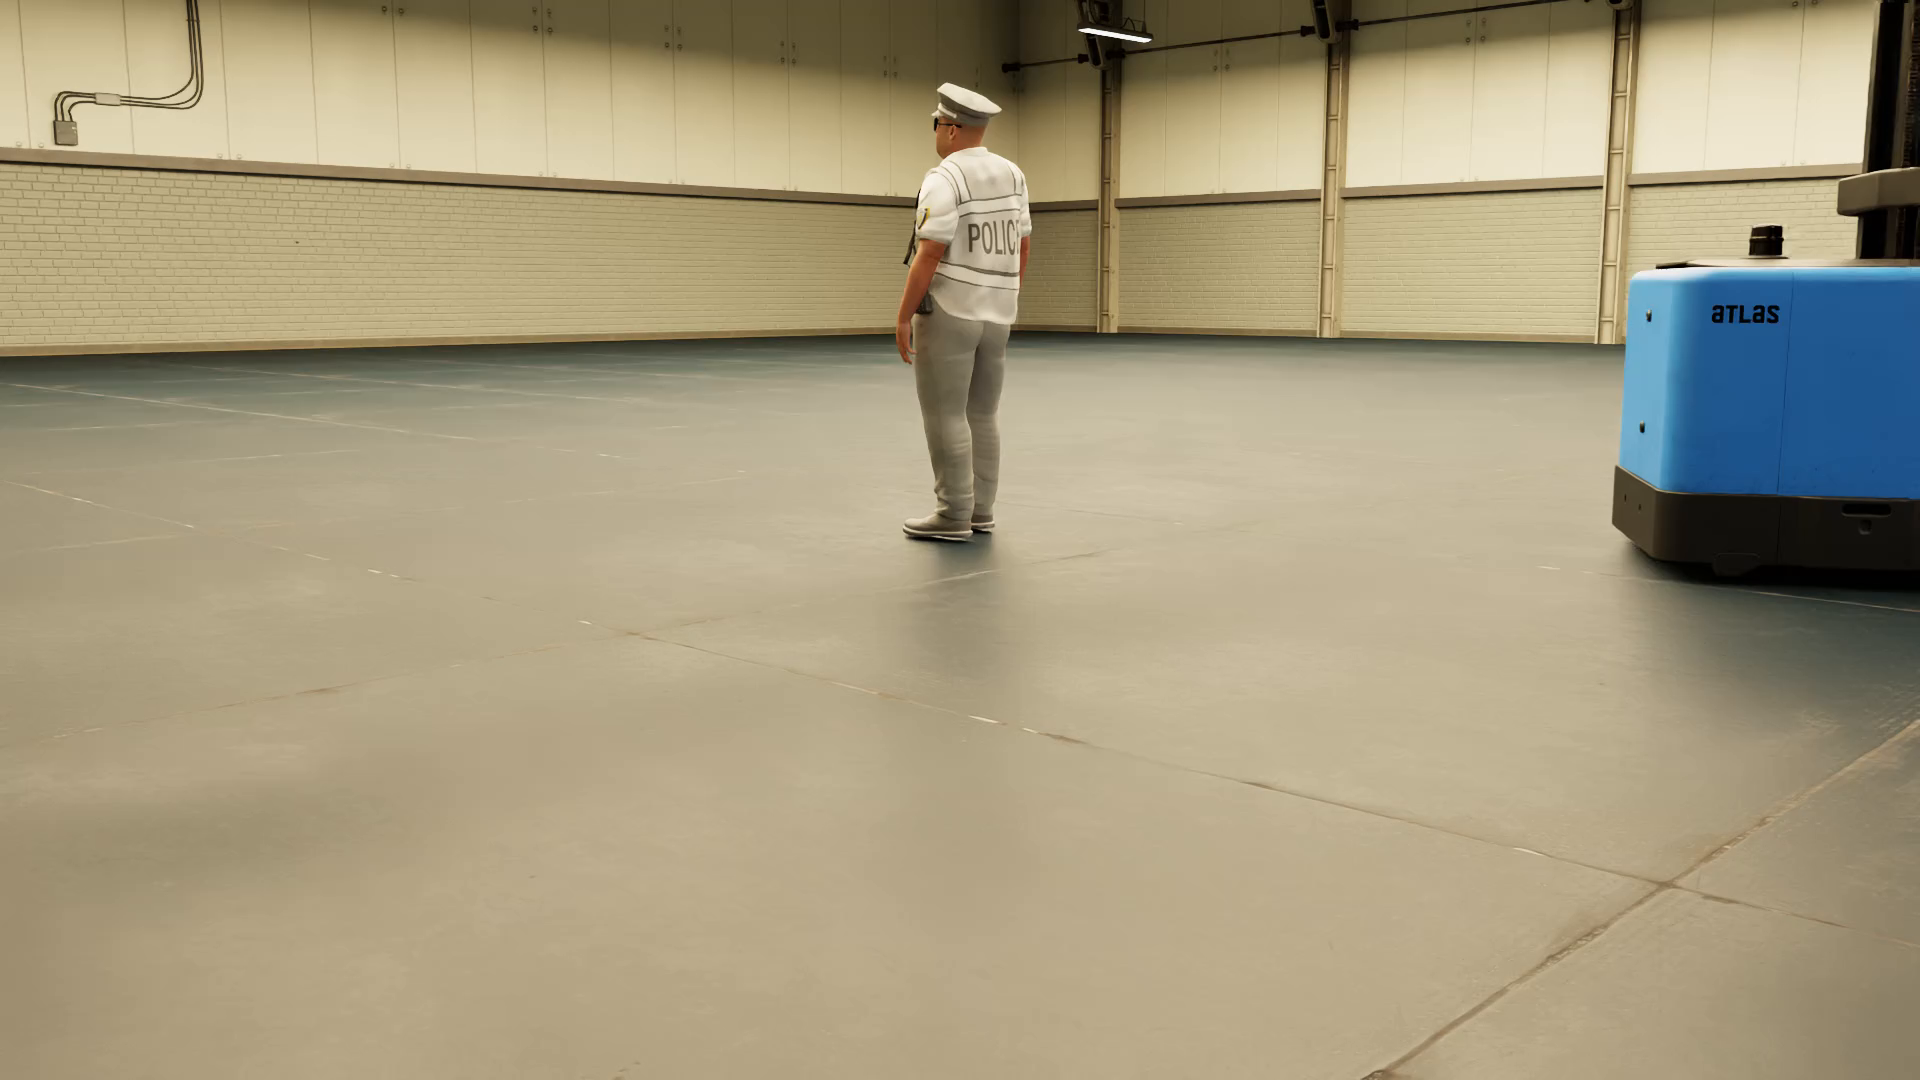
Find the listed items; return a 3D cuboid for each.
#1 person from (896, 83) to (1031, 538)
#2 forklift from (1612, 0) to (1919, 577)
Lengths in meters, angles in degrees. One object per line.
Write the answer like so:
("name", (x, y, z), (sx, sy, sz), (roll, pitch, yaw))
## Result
("person", (-0.047, -0.896, 6.646), (0.575, 1.778, 0.640), (8, 12, 43))
("forklift", (3.996, -1.331, 5.712), (3.031, 2.935, 1.130), (2, 9, 12))
